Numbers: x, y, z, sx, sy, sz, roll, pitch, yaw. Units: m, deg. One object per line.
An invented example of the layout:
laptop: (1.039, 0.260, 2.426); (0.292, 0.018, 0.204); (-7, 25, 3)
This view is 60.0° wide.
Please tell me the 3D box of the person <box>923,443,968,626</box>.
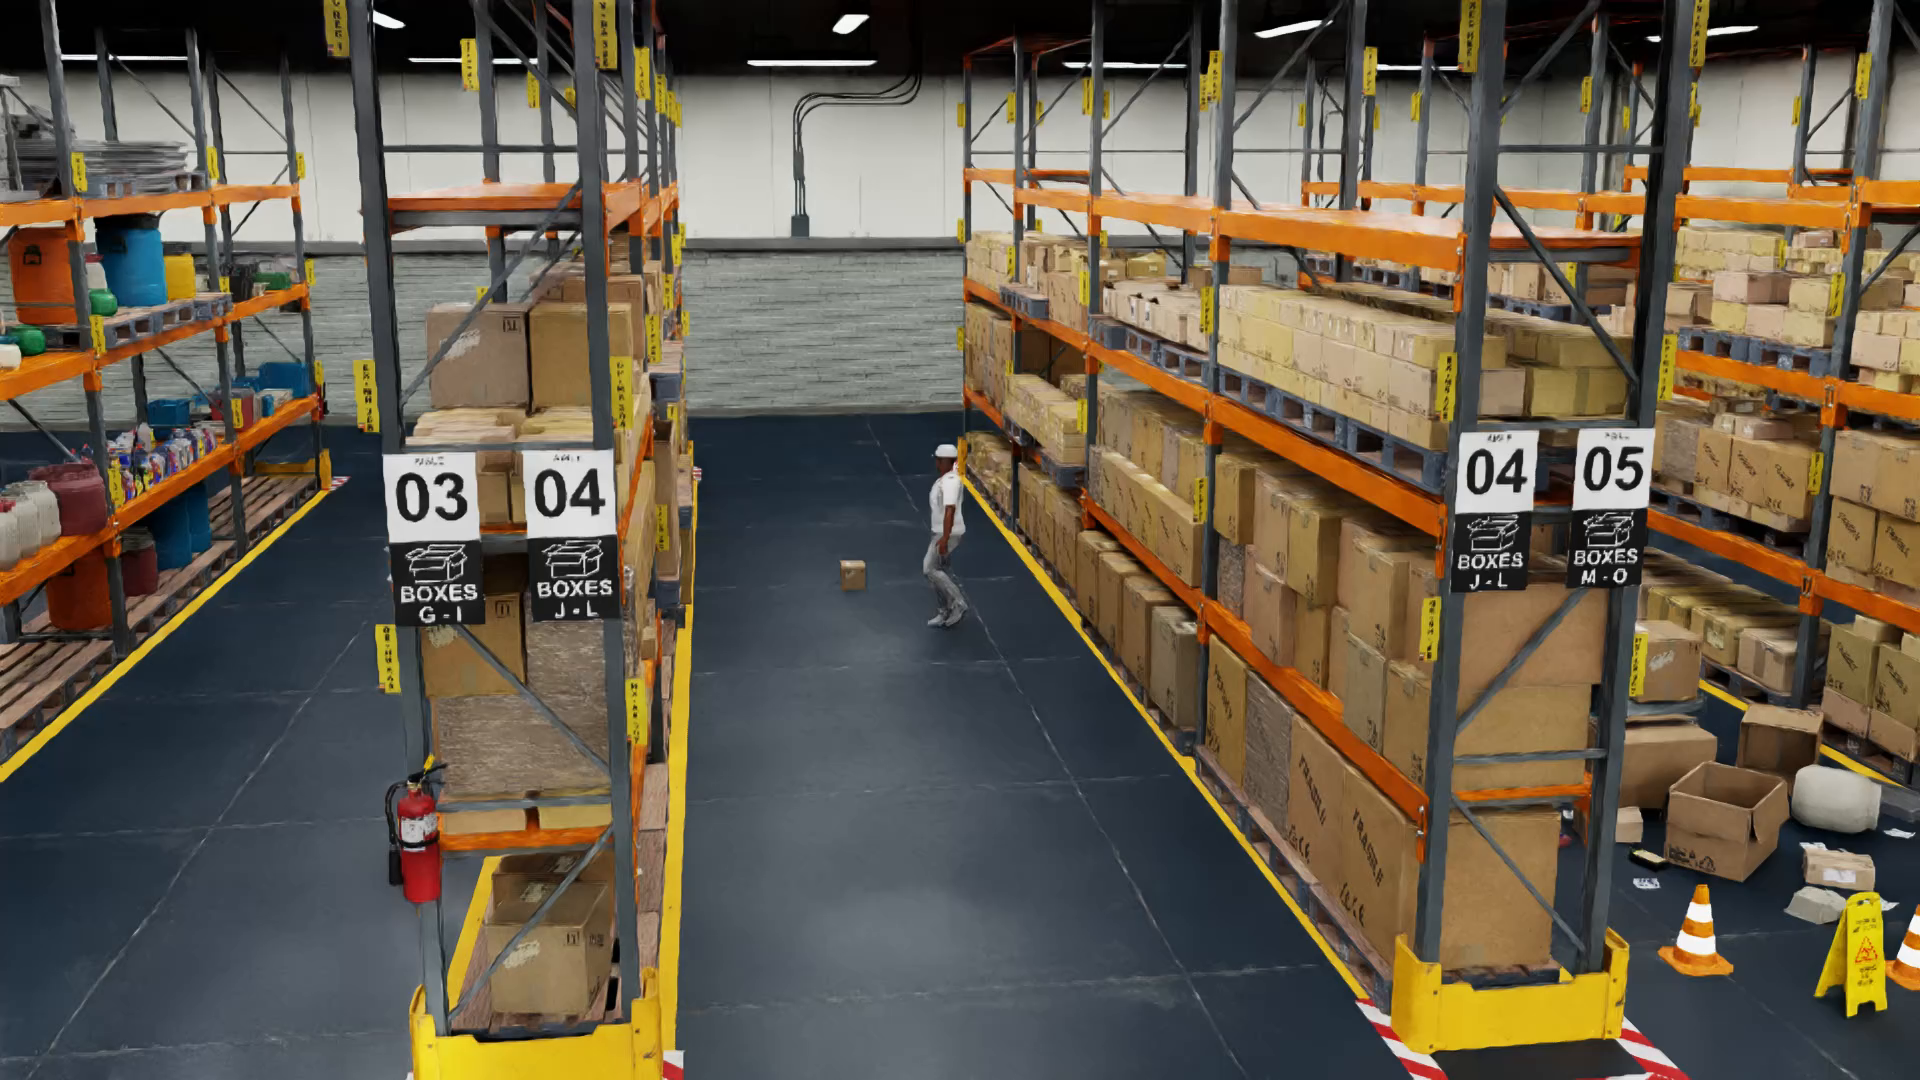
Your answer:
person: (-0.162, -0.055, 16.197); (0.434, 1.753, 0.700); (-2, 13, -8)
